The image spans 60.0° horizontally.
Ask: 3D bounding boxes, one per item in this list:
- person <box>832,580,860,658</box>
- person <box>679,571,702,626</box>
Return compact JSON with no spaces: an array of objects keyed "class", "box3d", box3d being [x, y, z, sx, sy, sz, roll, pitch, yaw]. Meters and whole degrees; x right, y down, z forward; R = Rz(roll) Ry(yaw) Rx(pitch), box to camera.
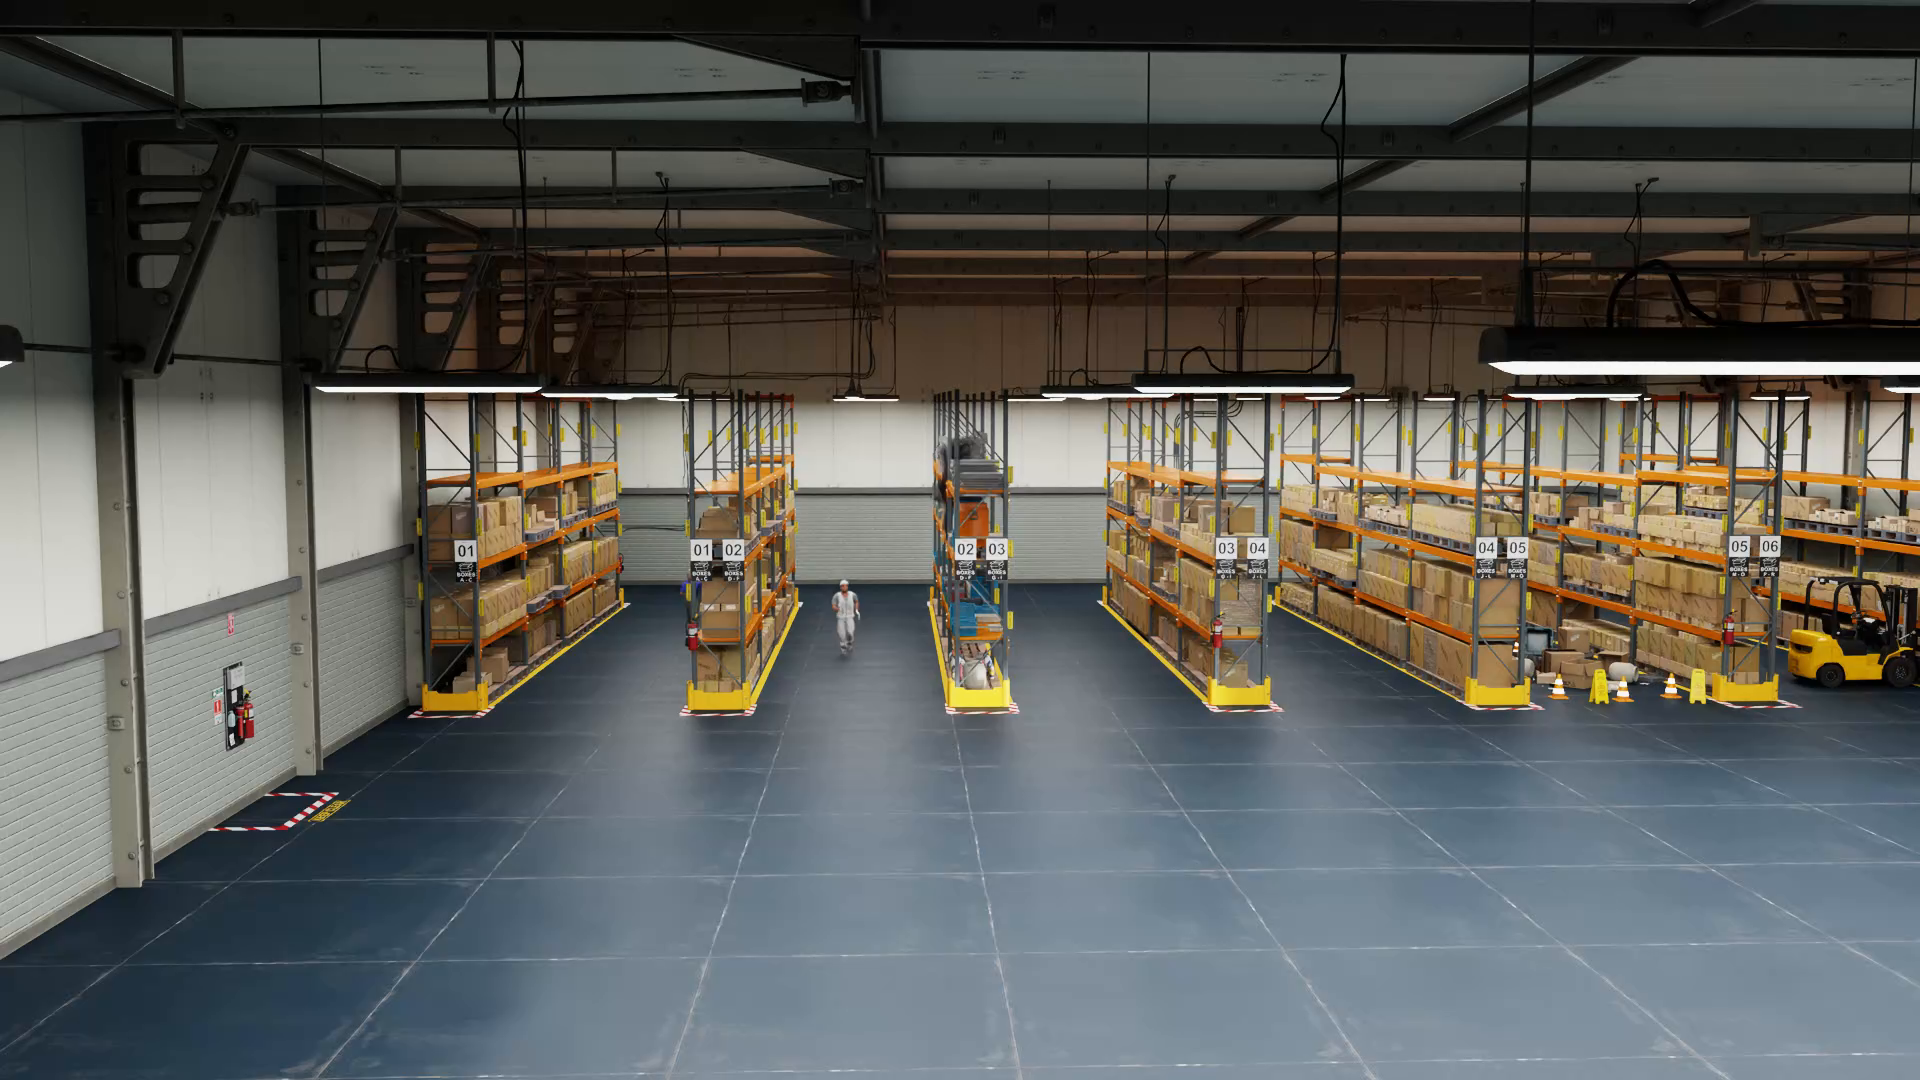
[{"class":"person","box3d":[-2.567,1.777,37.458,0.643,1.766,0.776,-1,5,-6]},{"class":"person","box3d":[-6.545,1.585,40.696,0.573,1.698,0.889,0,5,4]}]
